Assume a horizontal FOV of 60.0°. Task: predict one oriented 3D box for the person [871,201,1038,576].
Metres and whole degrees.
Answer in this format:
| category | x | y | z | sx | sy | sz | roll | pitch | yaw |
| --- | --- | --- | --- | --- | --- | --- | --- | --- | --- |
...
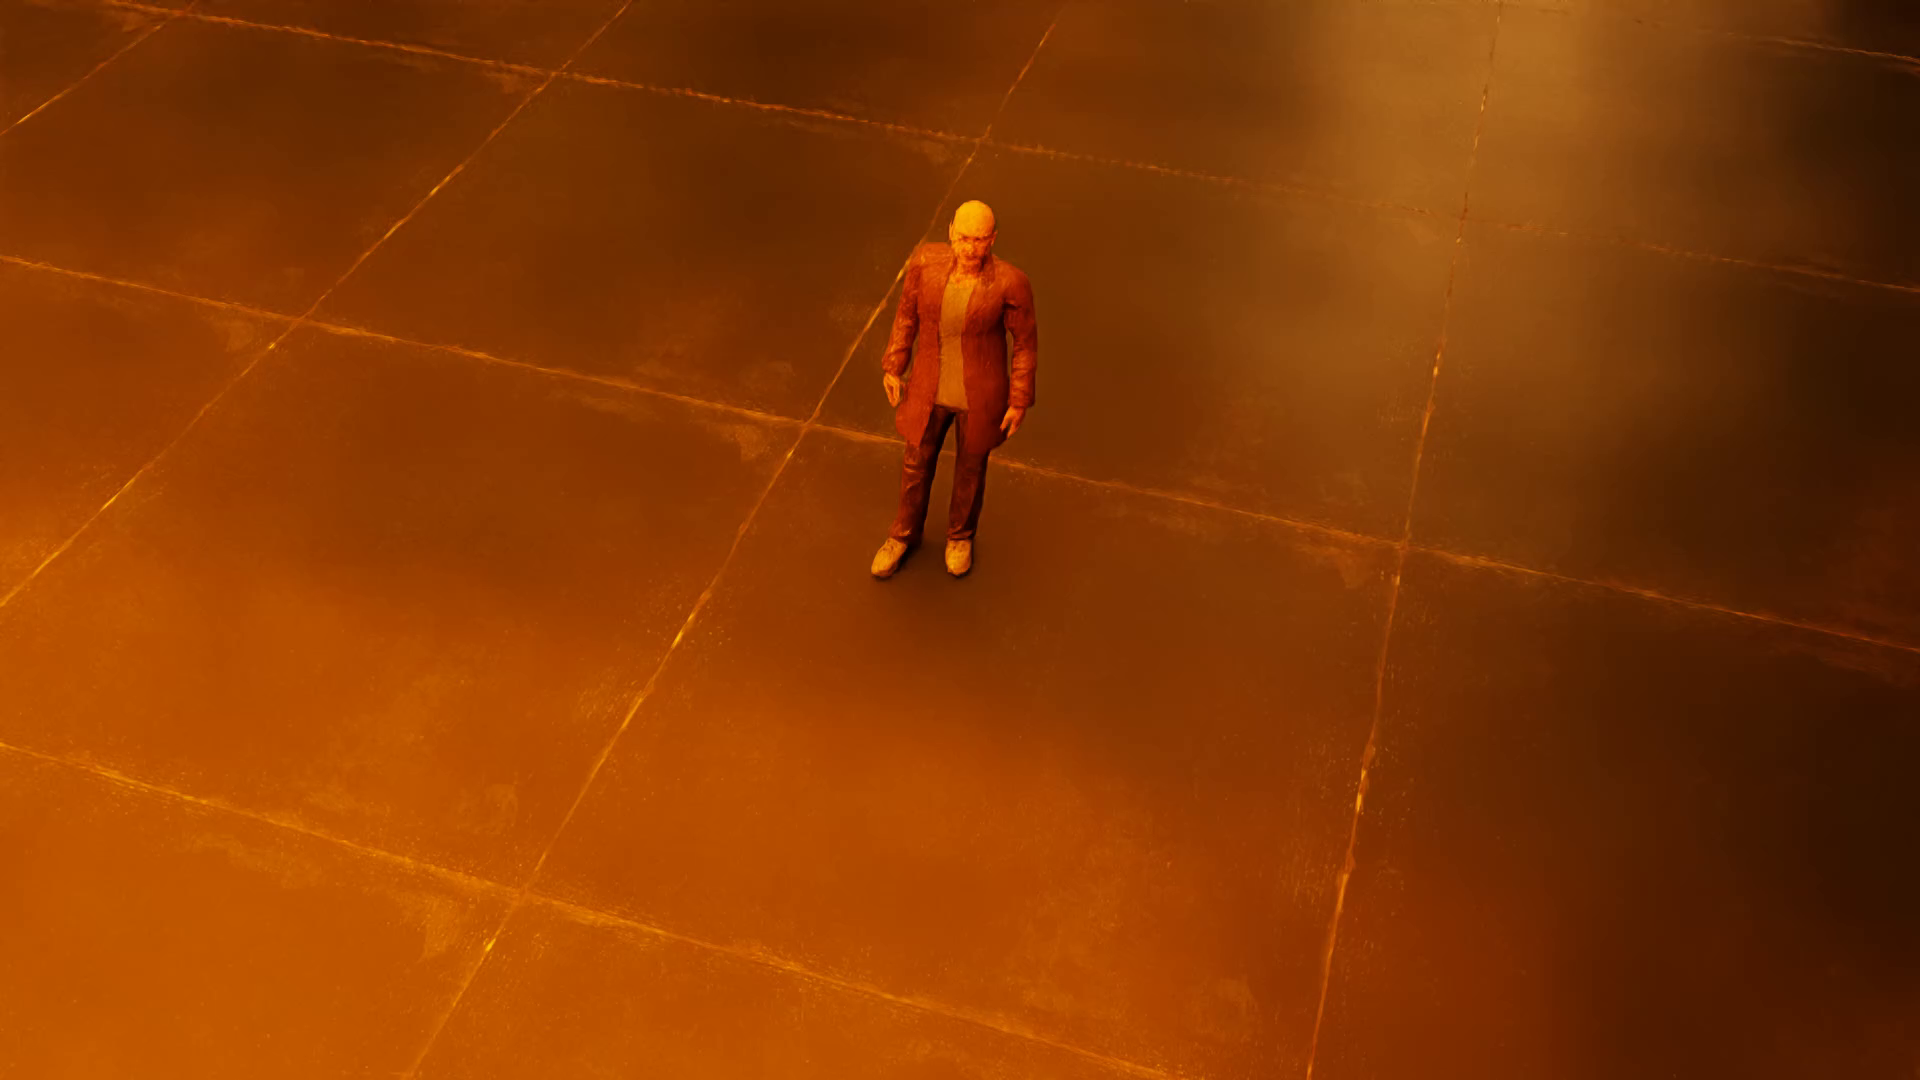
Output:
| category | x | y | z | sx | sy | sz | roll | pitch | yaw |
| --- | --- | --- | --- | --- | --- | --- | --- | --- | --- |
| person | -0.032 | -0.598 | 7.168 | 0.694 | 1.776 | 0.580 | 12 | 44 | 13 |
